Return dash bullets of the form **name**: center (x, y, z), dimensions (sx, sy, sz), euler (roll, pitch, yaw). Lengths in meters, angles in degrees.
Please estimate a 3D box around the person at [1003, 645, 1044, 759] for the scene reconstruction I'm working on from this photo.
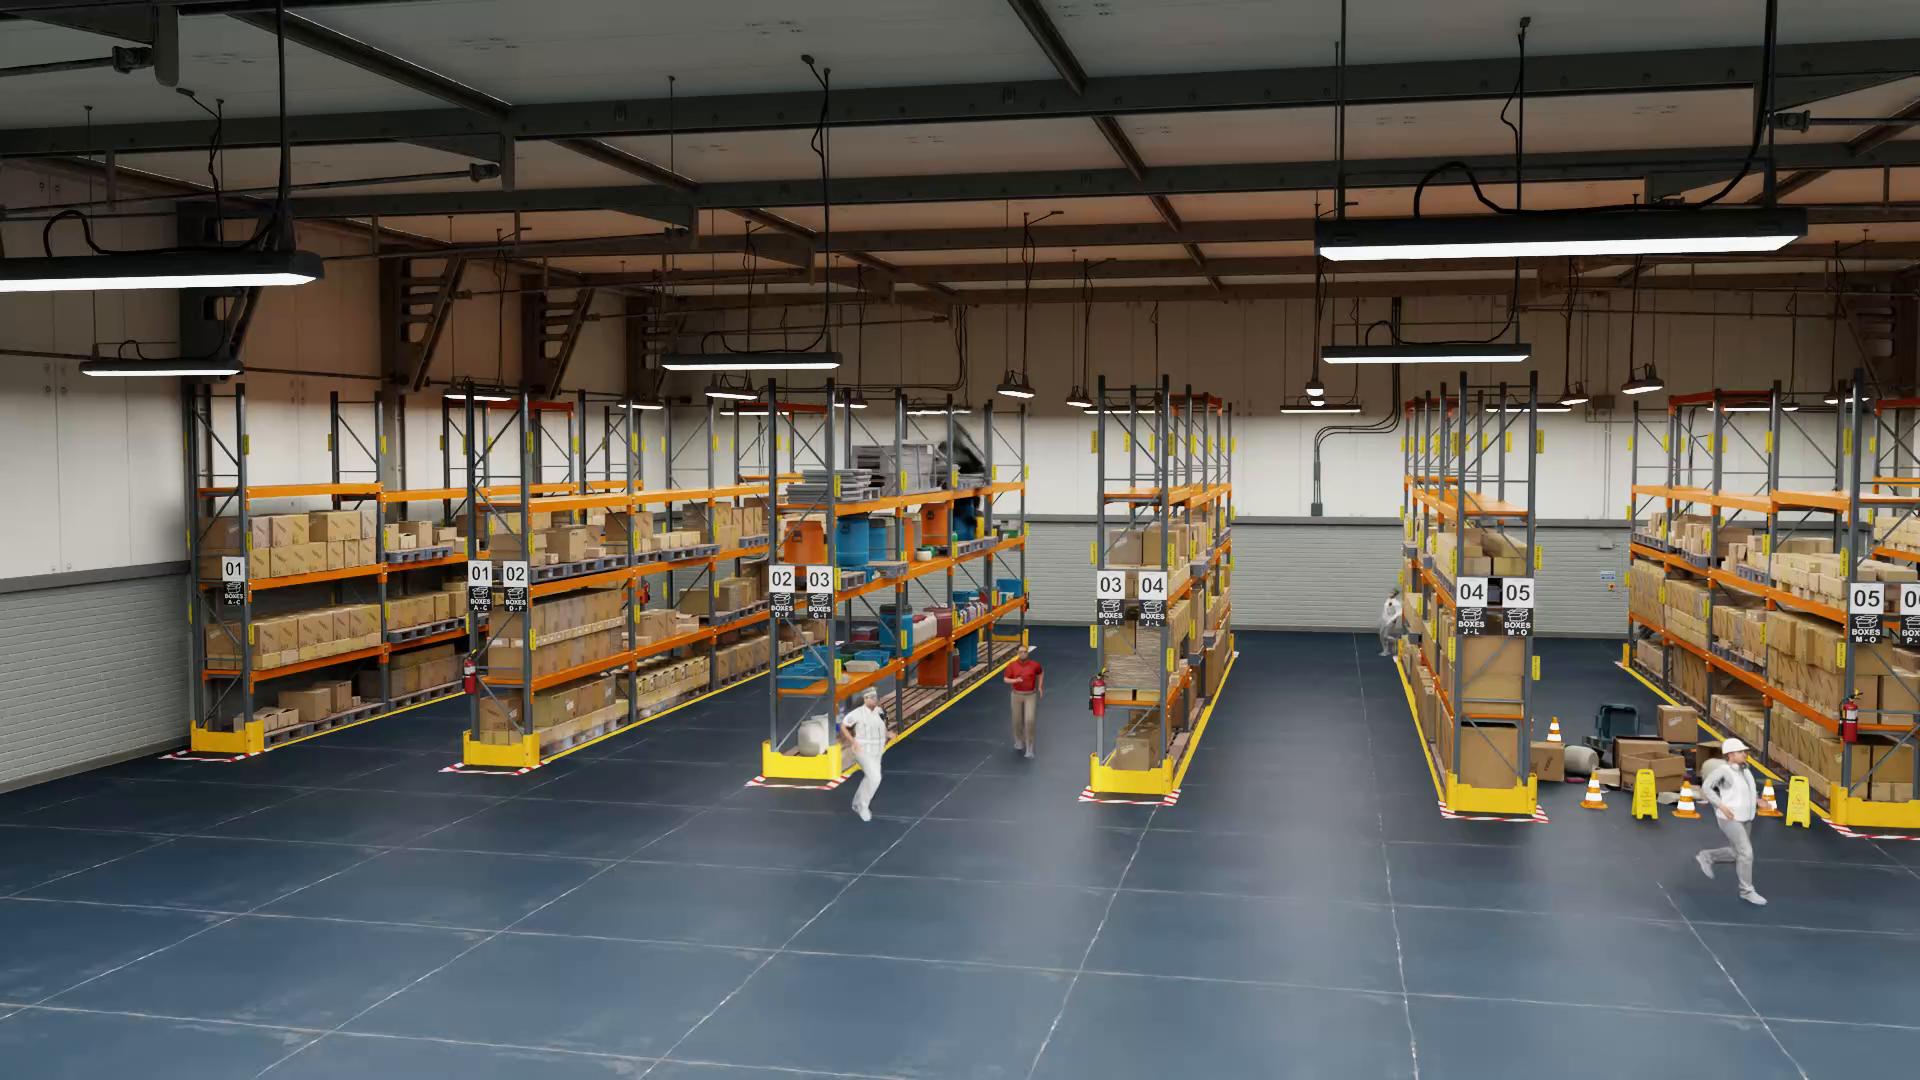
- **person**: center (1.027, 2.596, 26.921), dimensions (0.641, 1.784, 0.845), euler (0, 3, 4)

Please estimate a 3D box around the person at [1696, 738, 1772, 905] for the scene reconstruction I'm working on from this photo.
- **person**: center (8.553, 3.079, 18.433), dimensions (0.662, 1.772, 0.880), euler (-2, 4, -34)

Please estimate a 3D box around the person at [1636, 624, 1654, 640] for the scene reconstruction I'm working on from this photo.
- **person**: center (15.983, 2.016, 38.698), dimensions (0.477, 1.567, 0.666), euler (3, 4, 38)

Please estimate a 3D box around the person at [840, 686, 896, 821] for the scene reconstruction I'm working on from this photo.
- **person**: center (-1.195, 2.859, 22.279), dimensions (0.731, 1.810, 0.633), euler (3, 4, 38)

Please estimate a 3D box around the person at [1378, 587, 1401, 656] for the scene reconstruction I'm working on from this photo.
- **person**: center (10.253, 1.937, 39.444), dimensions (0.536, 1.656, 0.674), euler (-1, 3, -18)
